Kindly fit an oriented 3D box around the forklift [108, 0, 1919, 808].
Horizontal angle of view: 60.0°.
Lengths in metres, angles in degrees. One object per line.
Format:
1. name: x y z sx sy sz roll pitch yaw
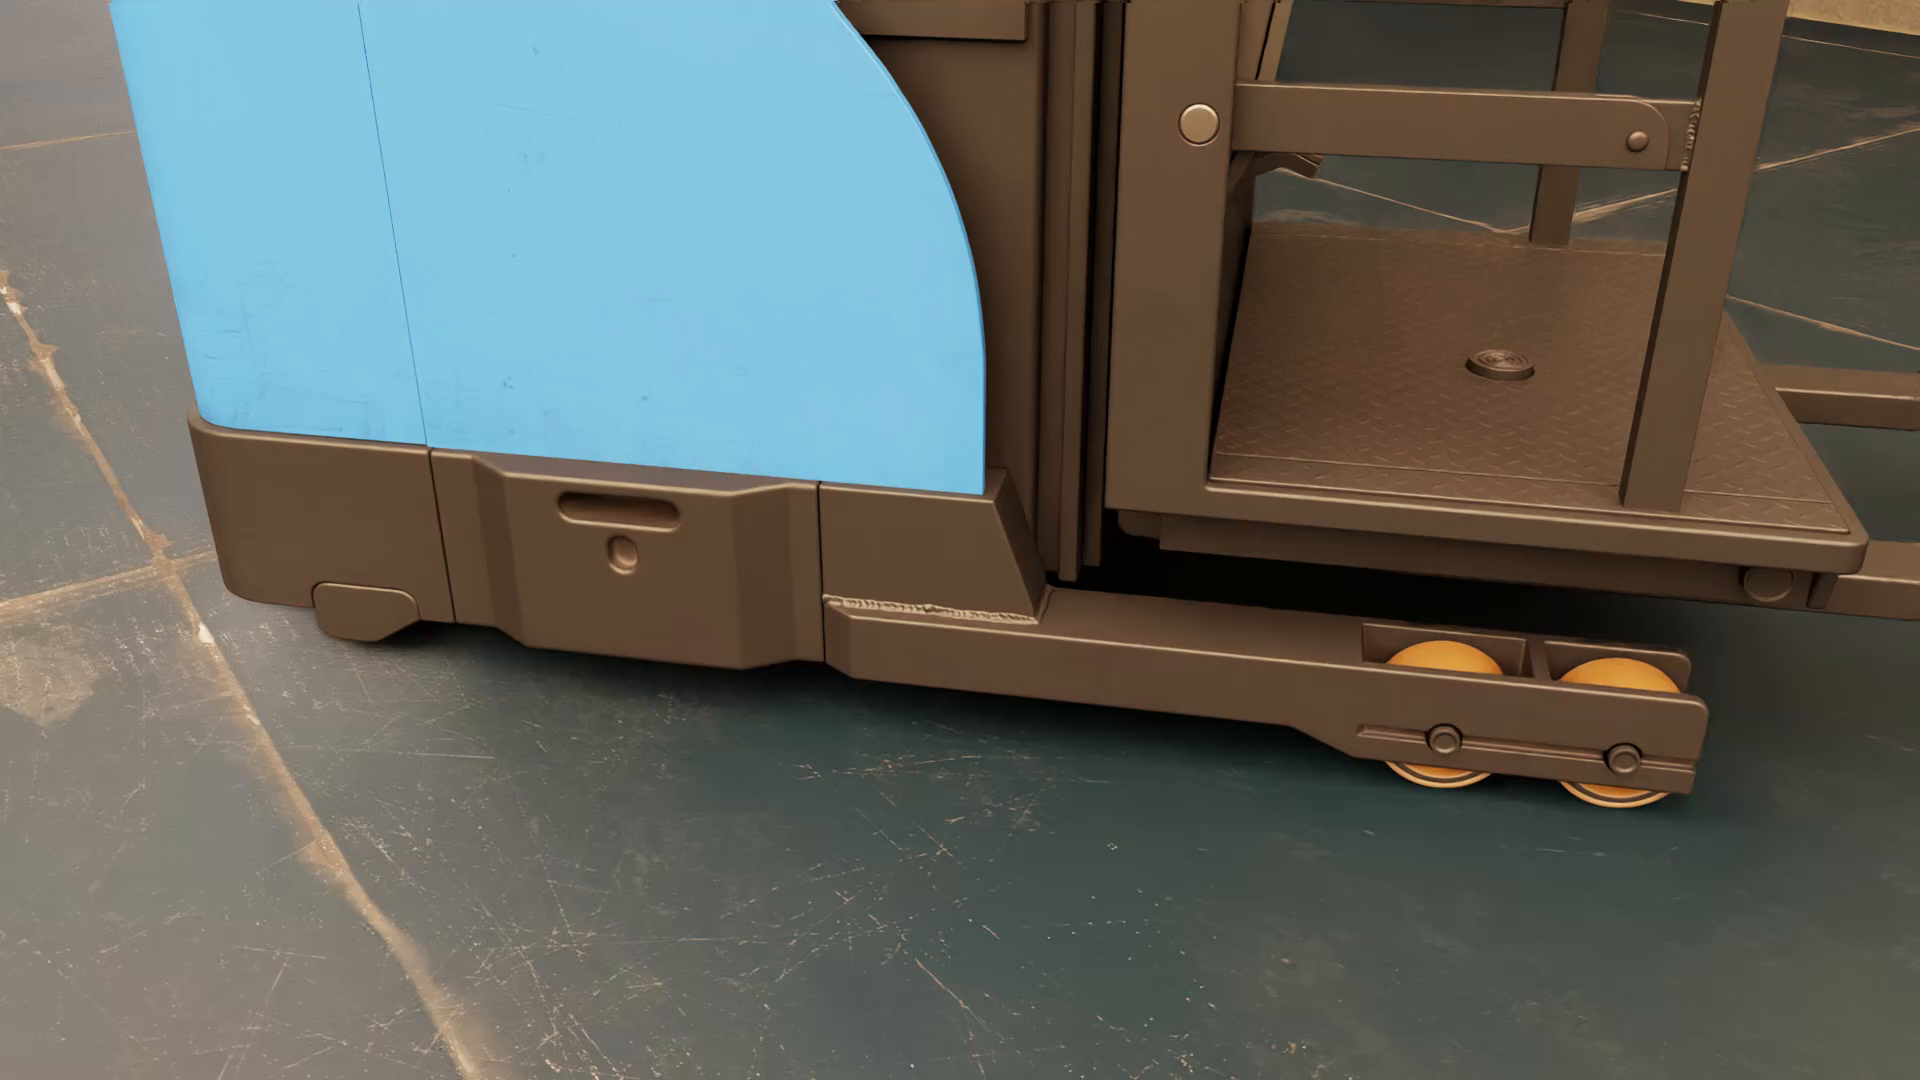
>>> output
1. forklift: 0.573 -1.266 1.755 3.031 2.935 1.130 5 27 10
